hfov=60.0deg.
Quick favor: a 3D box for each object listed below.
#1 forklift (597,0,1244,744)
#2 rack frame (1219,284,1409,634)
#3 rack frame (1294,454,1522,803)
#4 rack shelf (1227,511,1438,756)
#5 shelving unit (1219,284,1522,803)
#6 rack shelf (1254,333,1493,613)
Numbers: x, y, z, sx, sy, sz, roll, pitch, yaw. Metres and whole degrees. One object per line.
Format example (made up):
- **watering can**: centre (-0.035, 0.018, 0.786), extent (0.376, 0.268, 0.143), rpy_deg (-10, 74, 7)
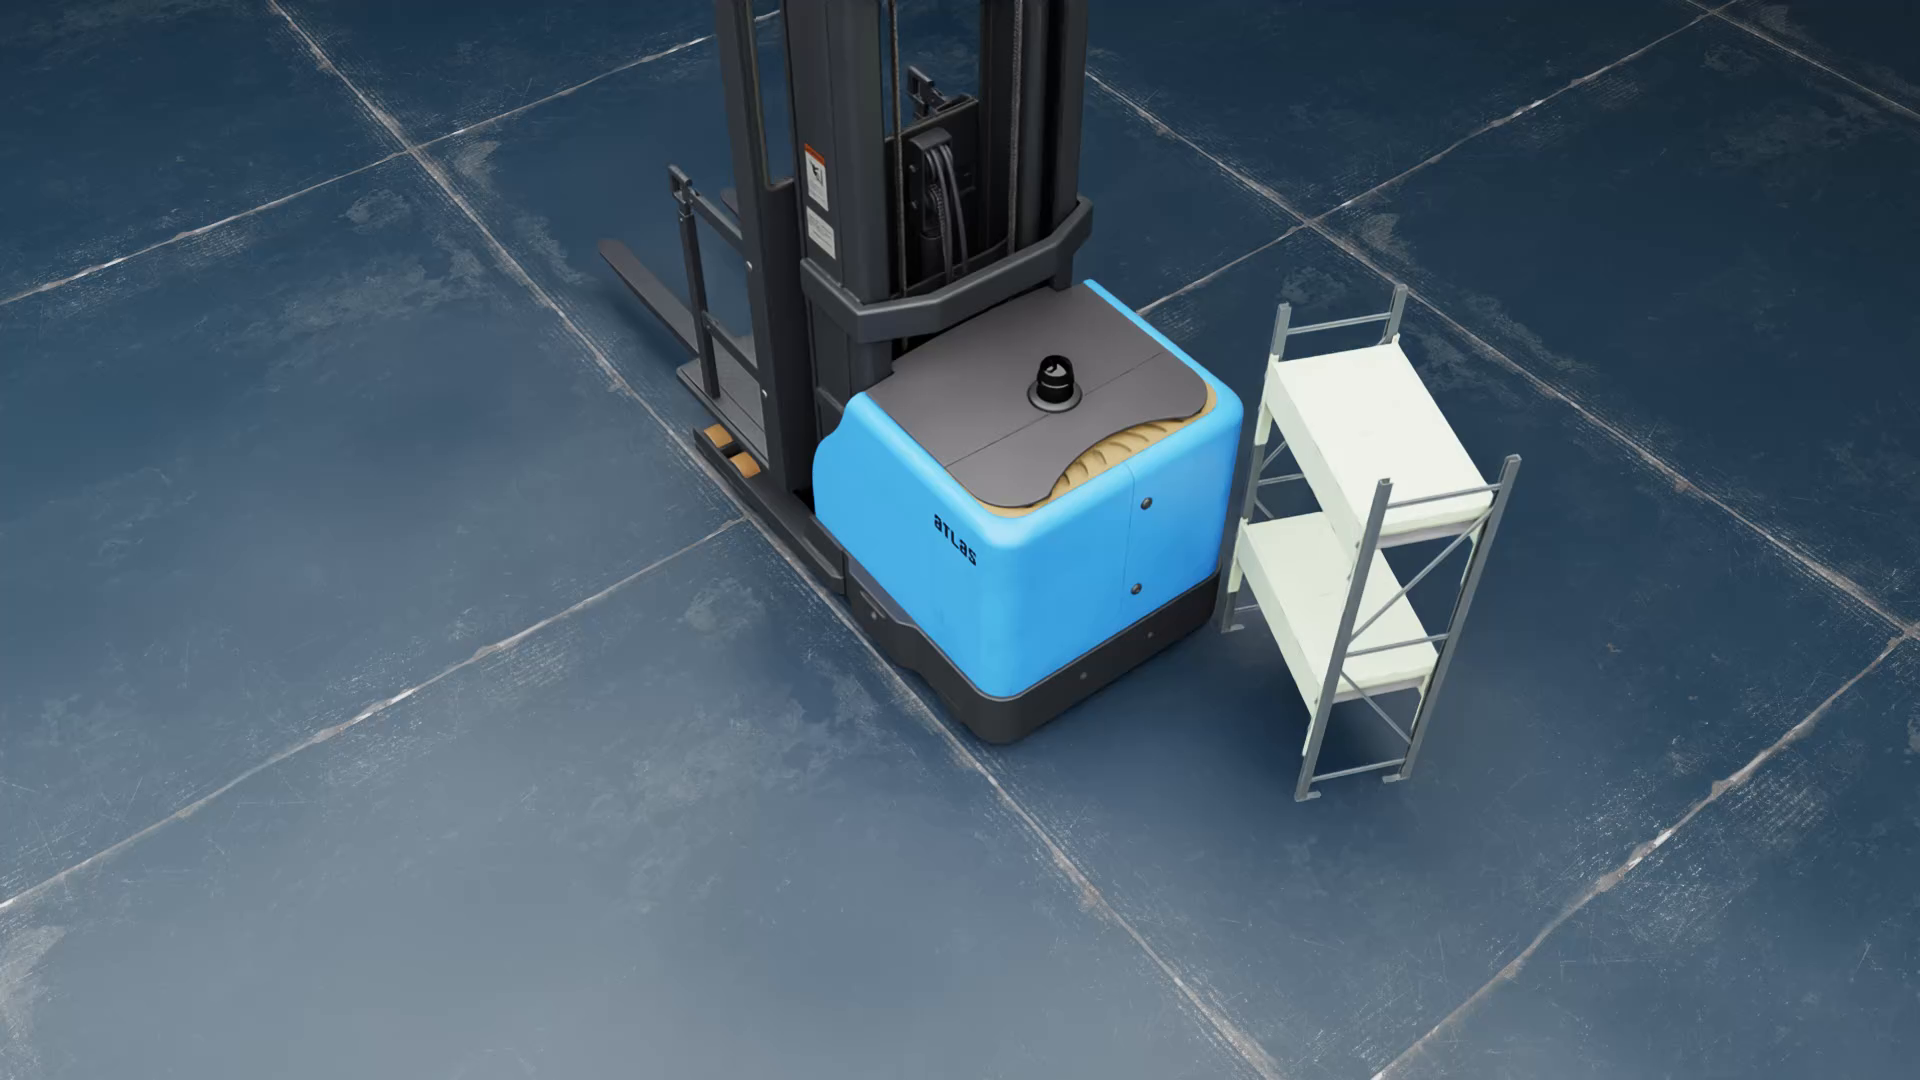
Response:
- **forklift**: centre (-0.376, -1.356, 5.501), extent (1.130, 2.935, 3.031), rpy_deg (-29, 54, -24)
- **rack frame**: centre (1.125, -0.210, 5.428), extent (0.400, 1.500, 0.023), rpy_deg (-10, 49, -9)
- **rack frame**: centre (1.296, 0.317, 4.950), extent (0.400, 1.500, 0.023), rpy_deg (-10, 49, -9)
- **rack shelf**: centre (1.210, 0.273, 5.431), extent (0.431, 0.370, 0.720), rpy_deg (-10, 49, -9)
- **shelving unit**: centre (1.210, 0.054, 5.189), extent (0.431, 1.500, 0.755), rpy_deg (-10, 49, -9)
- **rack shelf**: centre (1.210, -0.208, 4.900), extent (0.431, 0.370, 0.720), rpy_deg (-10, 49, -9)
